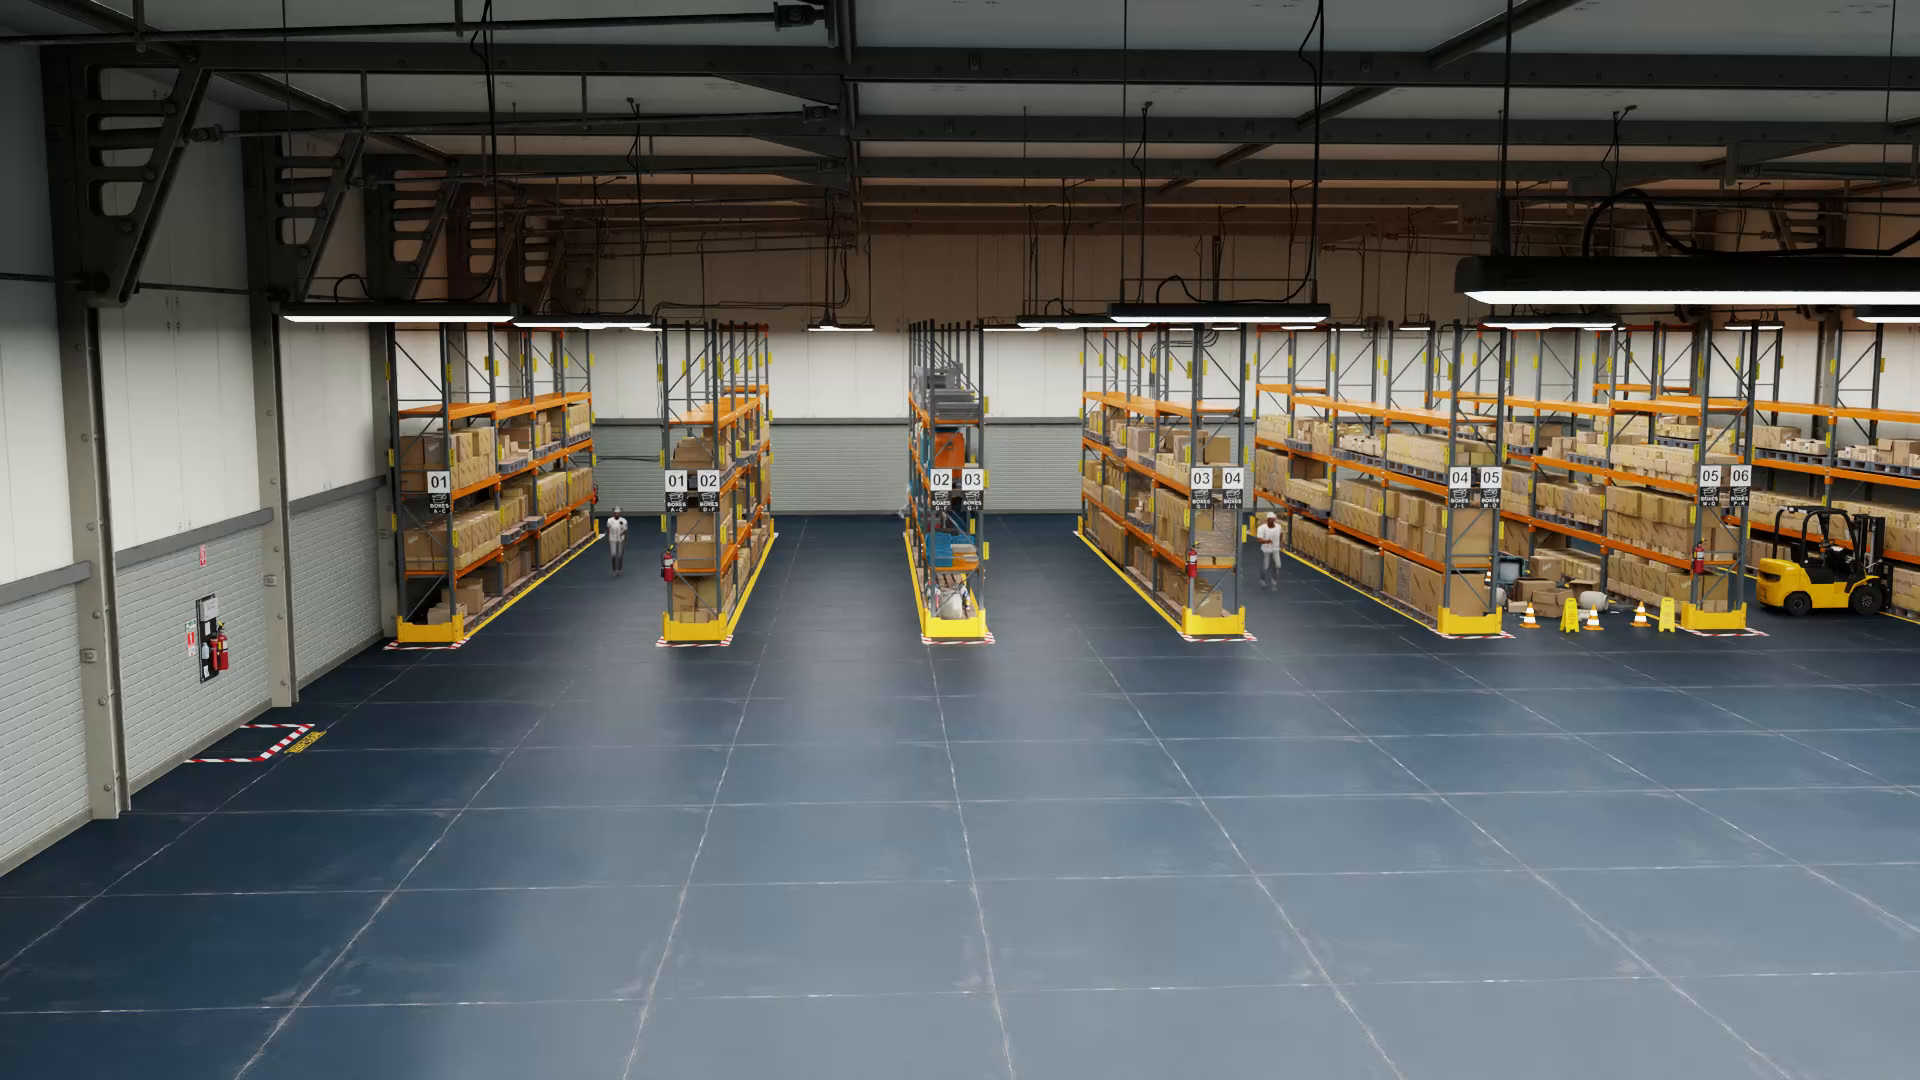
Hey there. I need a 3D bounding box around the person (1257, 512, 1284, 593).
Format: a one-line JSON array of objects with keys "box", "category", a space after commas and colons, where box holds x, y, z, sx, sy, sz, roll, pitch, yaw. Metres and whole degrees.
[{"box": [6.937, 0.271, 37.130, 0.686, 1.810, 0.823, -1, 7, -9], "category": "person"}]

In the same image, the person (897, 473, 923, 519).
[{"box": [-1.400, -1.429, 50.905, 1.082, 1.785, 0.675, 2, 7, 16], "category": "person"}]

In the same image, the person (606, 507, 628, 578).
[{"box": [-8.118, 0.049, 39.389, 0.487, 1.702, 0.789, -2, 7, -13], "category": "person"}]
